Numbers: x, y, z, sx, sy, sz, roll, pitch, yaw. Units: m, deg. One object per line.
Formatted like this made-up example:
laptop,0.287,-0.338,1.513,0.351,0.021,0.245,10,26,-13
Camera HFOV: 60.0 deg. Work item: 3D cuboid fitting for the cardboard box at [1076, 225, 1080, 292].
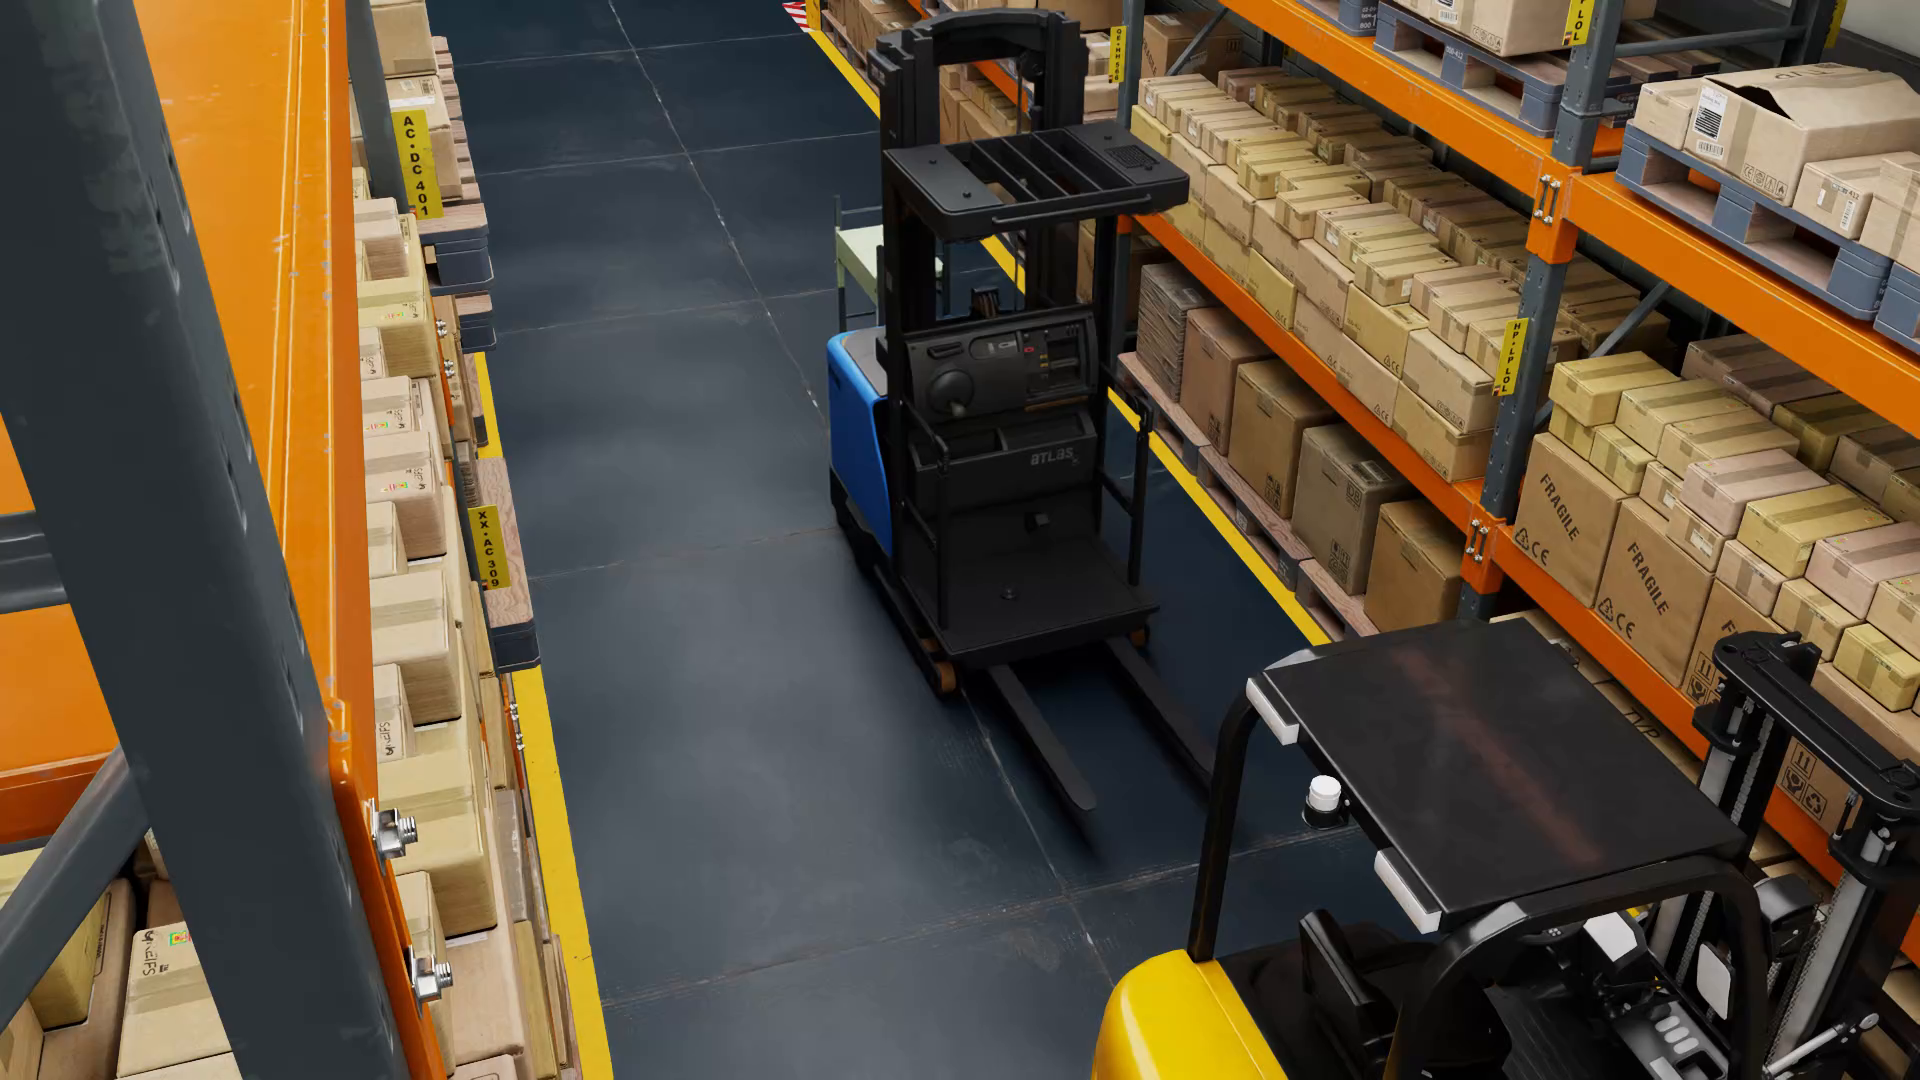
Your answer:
cardboard box,0.951,-2.035,11.314,0.500,0.500,0.500,-11,35,-15

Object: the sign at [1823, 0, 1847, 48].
sign,3.175,-1.946,6.033,0.100,0.325,0.005,-10,35,-15

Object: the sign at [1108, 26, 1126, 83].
sign,0.913,-2.806,9.617,0.100,0.325,0.005,-10,35,-15

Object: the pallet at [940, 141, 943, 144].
pallet,0.491,-2.968,13.370,1.003,0.211,1.213,-10,35,-15

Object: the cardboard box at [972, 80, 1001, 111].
cardboard box,0.310,-3.457,12.878,0.380,0.149,0.250,-12,35,-17

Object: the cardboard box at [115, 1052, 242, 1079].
cardboard box,-0.865,0.755,1.990,0.380,0.149,0.250,-10,35,-15

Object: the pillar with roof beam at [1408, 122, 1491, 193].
pillar with roof beam,-1.417,-3.698,6.504,9.100,9.000,0.400,-10,35,-15

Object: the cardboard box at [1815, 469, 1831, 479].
cardboard box,3.172,-0.273,6.083,0.380,0.149,0.250,-9,35,-14

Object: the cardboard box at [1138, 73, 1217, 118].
cardboard box,1.244,-2.548,9.525,0.380,0.149,0.250,-9,35,-13

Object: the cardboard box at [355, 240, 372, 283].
cardboard box,-1.628,-0.590,4.025,0.380,0.149,0.250,-9,35,-14

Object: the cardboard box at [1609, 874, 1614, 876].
cardboard box,2.649,1.194,6.655,0.500,0.250,0.500,-11,35,-16

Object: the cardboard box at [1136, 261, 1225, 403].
cardboard box,1.604,-1.307,10.099,0.875,0.625,0.625,-9,34,-13

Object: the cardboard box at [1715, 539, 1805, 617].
cardboard box,2.763,0.095,5.526,0.380,0.149,0.250,-10,35,-15

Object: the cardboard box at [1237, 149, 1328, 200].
cardboard box,1.647,-1.872,8.502,0.380,0.149,0.250,-9,35,-14

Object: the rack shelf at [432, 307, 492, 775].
rack shelf,-1.469,0.583,3.397,1.077,0.370,4.000,-10,35,-15

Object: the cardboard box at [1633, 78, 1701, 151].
cardboard box,2.495,-1.429,5.547,0.380,0.149,0.250,-9,35,-14

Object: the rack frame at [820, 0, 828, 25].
rack frame,-1.013,-6.652,16.416,1.000,3.000,0.127,-10,35,-15

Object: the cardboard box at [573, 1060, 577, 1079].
cardboard box,-1.471,2.000,5.436,0.500,0.250,0.500,-11,35,-16

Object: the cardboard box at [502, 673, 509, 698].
cardboard box,-2.464,0.754,7.210,0.950,0.372,0.625,-8,34,-12

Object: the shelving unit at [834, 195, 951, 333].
shelving unit,-0.380,-1.135,9.426,0.431,1.500,0.755,-12,35,-18

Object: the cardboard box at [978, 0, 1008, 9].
cardboard box,0.539,-3.794,11.618,0.700,0.500,0.500,-10,35,-15

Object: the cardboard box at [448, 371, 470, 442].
cardboard box,-1.886,-0.433,5.675,0.380,0.149,0.250,-10,35,-15

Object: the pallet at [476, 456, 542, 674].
pallet,-2.174,0.139,6.312,1.003,0.211,1.213,-10,35,-15

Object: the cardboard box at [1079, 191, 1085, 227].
cardboard box,0.922,-2.210,10.991,0.380,0.149,0.250,-12,35,-17

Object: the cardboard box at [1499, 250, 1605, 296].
cardboard box,2.637,-1.166,7.434,0.380,0.149,0.250,-10,35,-15

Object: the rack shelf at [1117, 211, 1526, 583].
rack shelf,2.037,-1.102,8.669,1.077,0.370,4.000,-10,35,-15

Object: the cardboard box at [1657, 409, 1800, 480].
cardboard box,2.714,-0.317,5.879,0.380,0.149,0.250,-11,35,-16

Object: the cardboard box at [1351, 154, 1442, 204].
cardboard box,2.206,-1.825,8.431,0.380,0.149,0.250,-9,35,-13

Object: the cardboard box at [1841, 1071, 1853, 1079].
cardboard box,3.101,1.776,5.321,0.500,0.250,0.500,-11,35,-16

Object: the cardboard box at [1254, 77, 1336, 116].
cardboard box,1.905,-2.509,9.467,0.380,0.149,0.250,-9,35,-13

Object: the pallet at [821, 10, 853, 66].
pallet,-0.746,-5.031,16.491,1.003,0.211,1.213,-10,35,-15

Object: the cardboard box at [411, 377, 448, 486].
cardboard box,-1.391,-0.107,3.655,0.500,0.250,0.500,-11,35,-16

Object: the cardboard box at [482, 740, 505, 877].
cardboard box,-1.049,0.532,3.051,0.380,0.149,0.250,-10,35,-14

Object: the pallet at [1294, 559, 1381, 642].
pallet,2.385,0.431,8.226,1.003,0.211,1.213,-10,35,-15

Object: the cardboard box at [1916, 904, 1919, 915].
cardboard box,3.161,0.949,4.821,0.500,0.500,0.500,-11,35,-16

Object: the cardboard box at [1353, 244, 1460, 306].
cardboard box,2.004,-1.192,7.473,0.380,0.149,0.250,-11,35,-16

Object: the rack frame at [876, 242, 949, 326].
rack frame,-0.248,-0.946,9.141,0.400,1.500,0.023,-12,35,-18

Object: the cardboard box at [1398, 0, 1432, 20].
cardboard box,2.022,-2.242,6.777,0.380,0.149,0.250,-10,35,-15

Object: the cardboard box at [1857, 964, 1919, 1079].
cardboard box,3.105,1.583,5.159,0.500,0.250,0.500,-10,35,-14

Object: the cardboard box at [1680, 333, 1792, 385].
cardboard box,3.032,-0.672,6.416,0.380,0.149,0.250,-10,35,-15

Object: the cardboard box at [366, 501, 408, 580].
cardboard box,-1.207,0.080,3.011,0.380,0.149,0.250,-9,35,-14

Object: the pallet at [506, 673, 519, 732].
pallet,-2.694,0.598,7.973,1.003,0.211,1.213,-10,35,-15

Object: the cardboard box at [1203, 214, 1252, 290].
cardboard box,1.642,-1.581,8.878,0.500,0.250,0.500,-11,35,-16

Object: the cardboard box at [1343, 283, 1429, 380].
cardboard box,2.090,-0.982,7.517,0.500,0.250,0.500,-11,35,-16

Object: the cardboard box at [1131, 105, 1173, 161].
cardboard box,1.306,-2.320,9.542,0.500,0.250,0.500,-10,35,-15

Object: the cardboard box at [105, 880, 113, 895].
cardboard box,-1.477,0.433,2.477,0.380,0.149,0.250,-10,35,-15

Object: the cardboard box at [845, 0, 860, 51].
cardboard box,-0.693,-4.992,15.790,0.700,0.500,0.500,-9,34,-13

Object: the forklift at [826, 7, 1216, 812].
forklift,0.285,-0.749,7.544,1.130,2.935,3.031,-12,35,-18

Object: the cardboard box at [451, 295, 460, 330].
cardboard box,-2.572,-1.230,7.469,0.500,0.500,0.500,-12,35,-18
